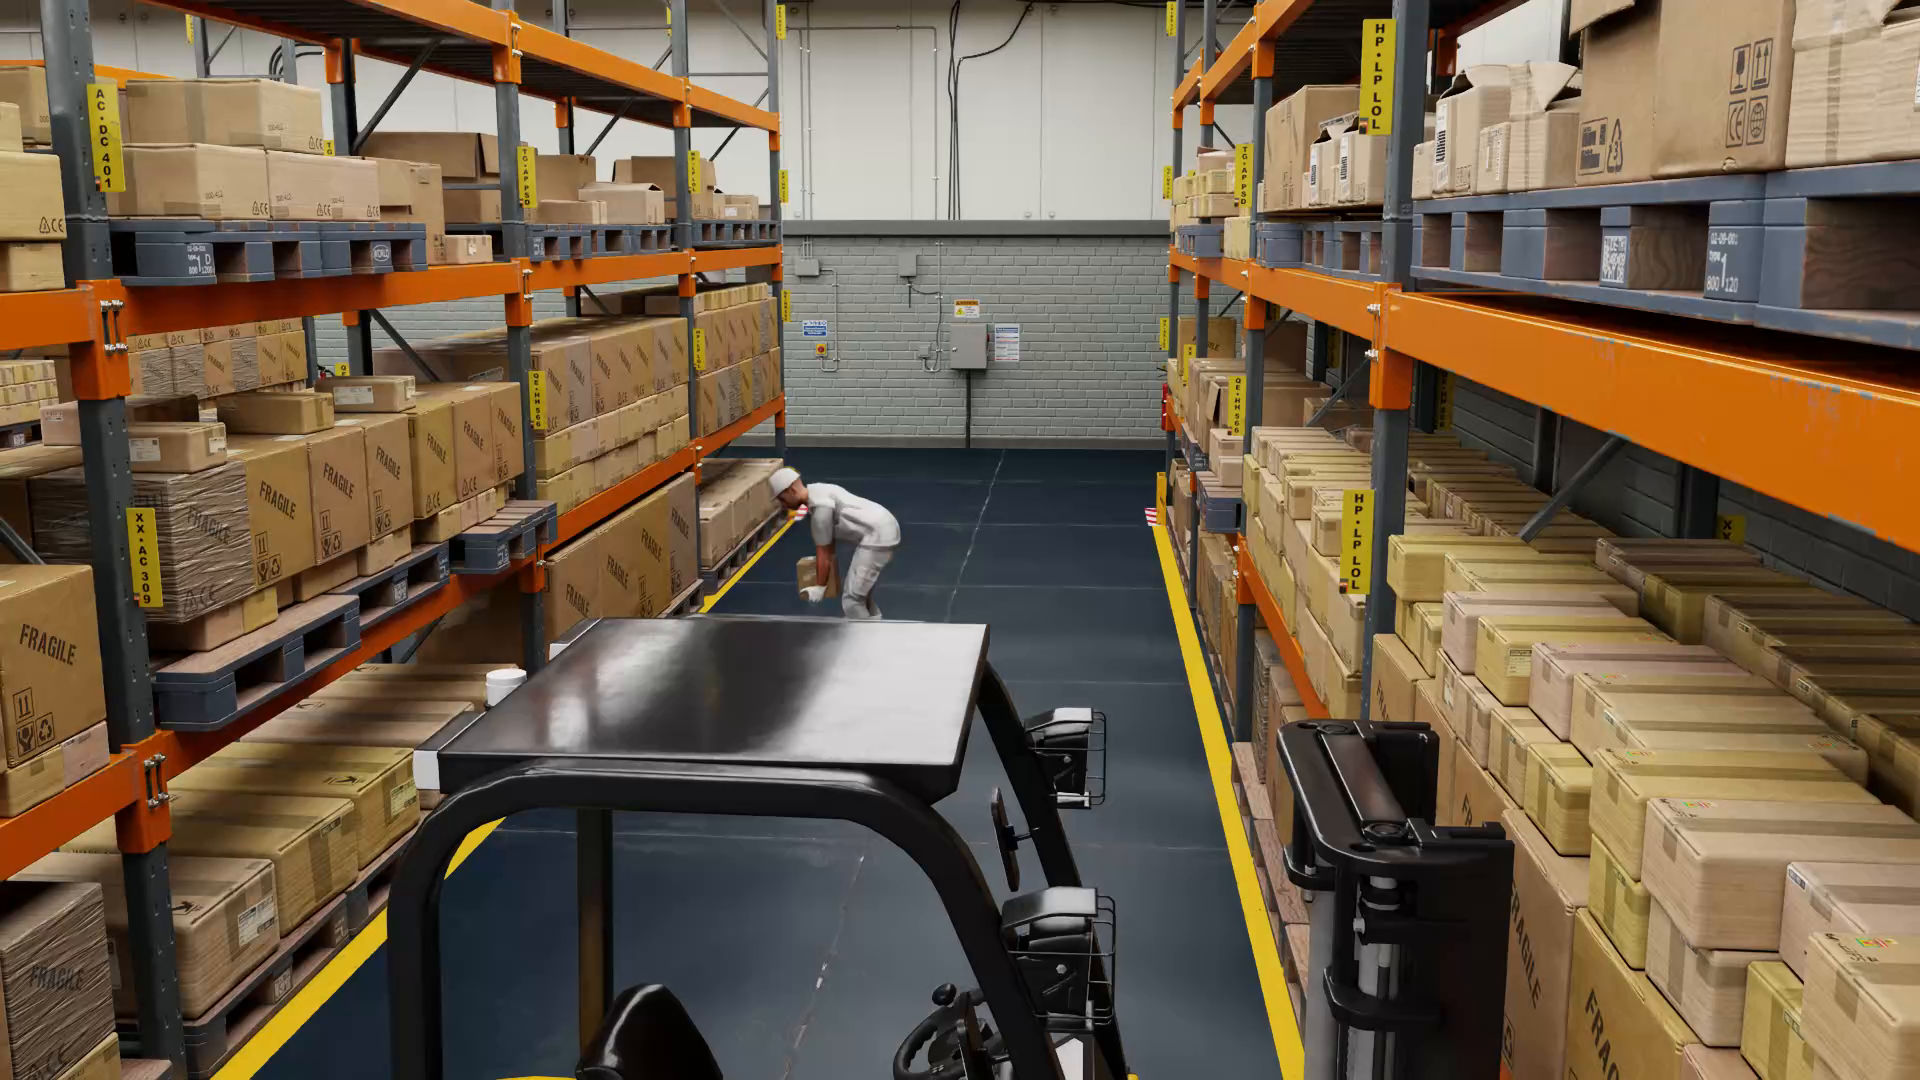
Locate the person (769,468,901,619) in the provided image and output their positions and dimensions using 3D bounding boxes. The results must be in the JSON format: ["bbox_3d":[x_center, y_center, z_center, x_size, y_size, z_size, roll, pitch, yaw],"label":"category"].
[{"bbox_3d":[-0.843,0.205,11.305,0.886,1.401,0.485,0,11,2],"label":"person"}]
